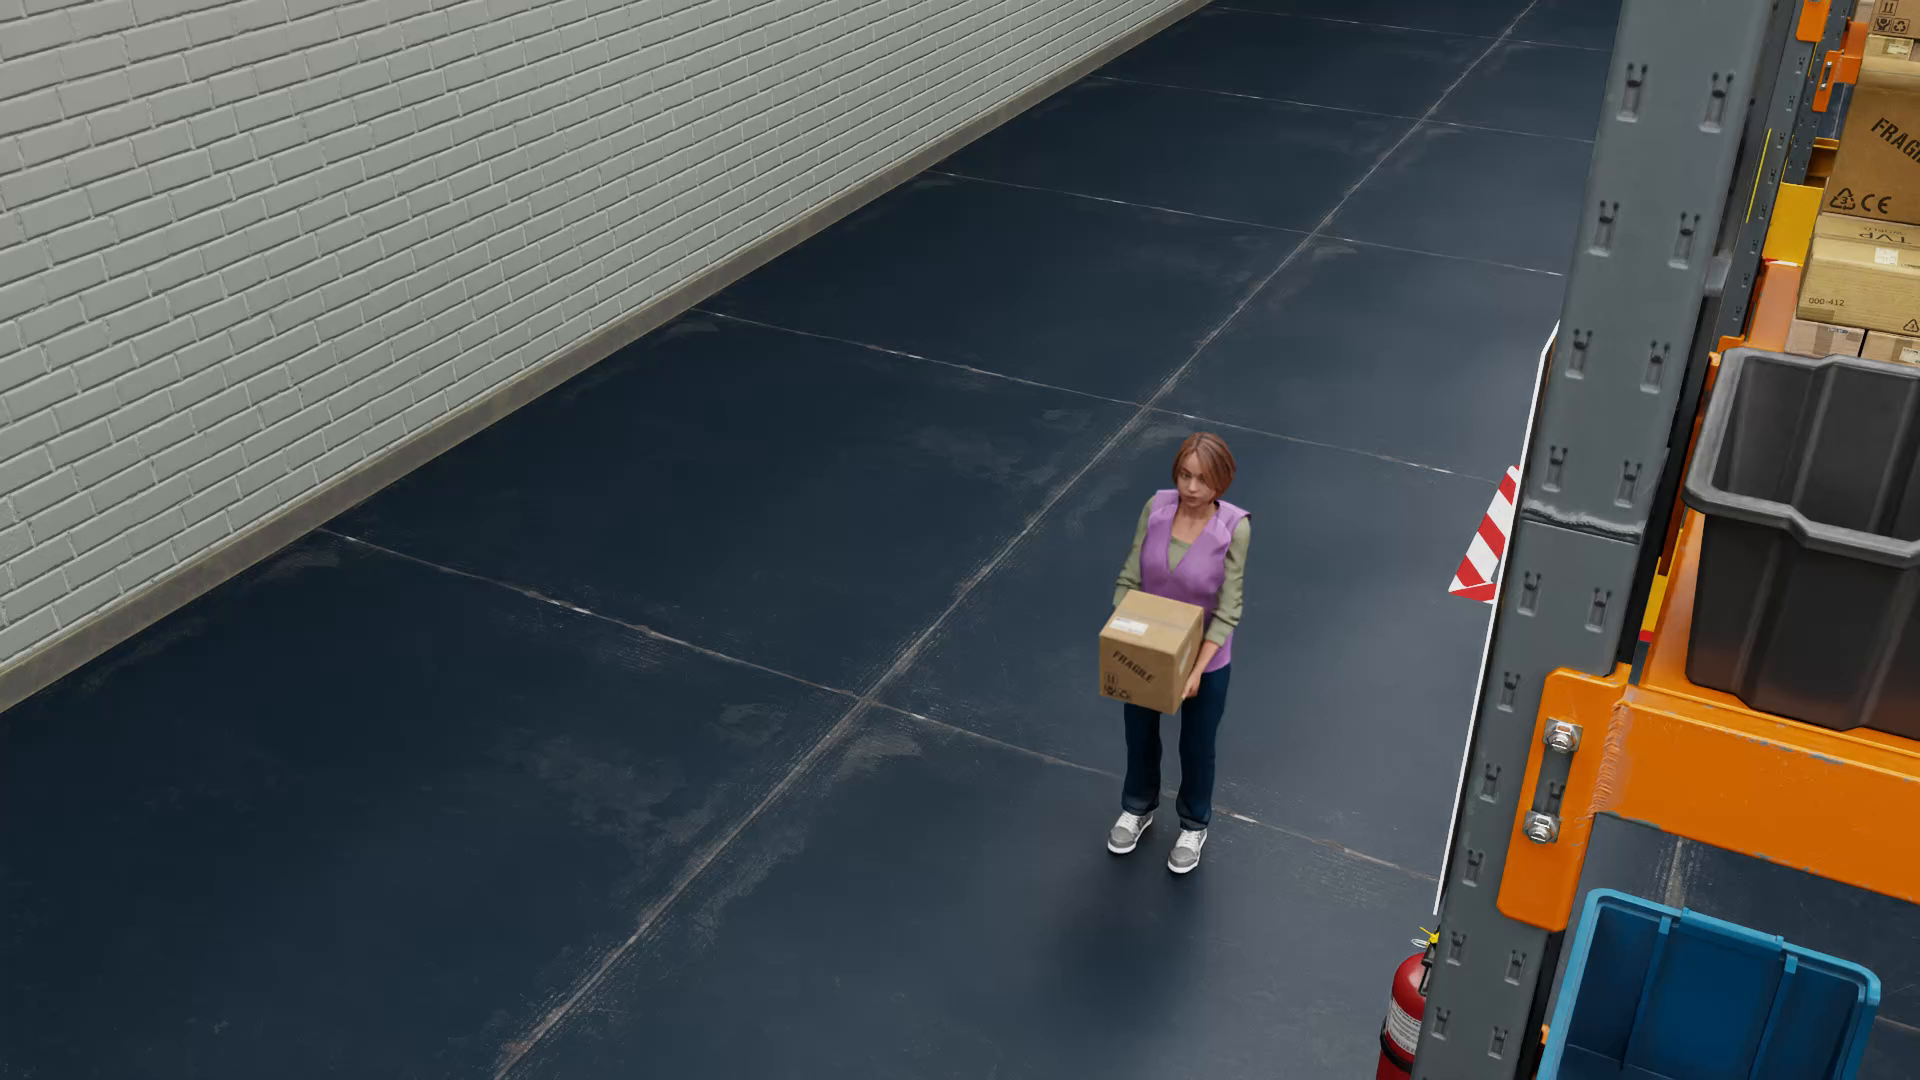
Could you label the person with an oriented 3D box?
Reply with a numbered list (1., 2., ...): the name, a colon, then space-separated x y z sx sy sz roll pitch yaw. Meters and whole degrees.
1. person: 0.687 0.415 5.434 0.419 1.594 0.492 14 33 23
